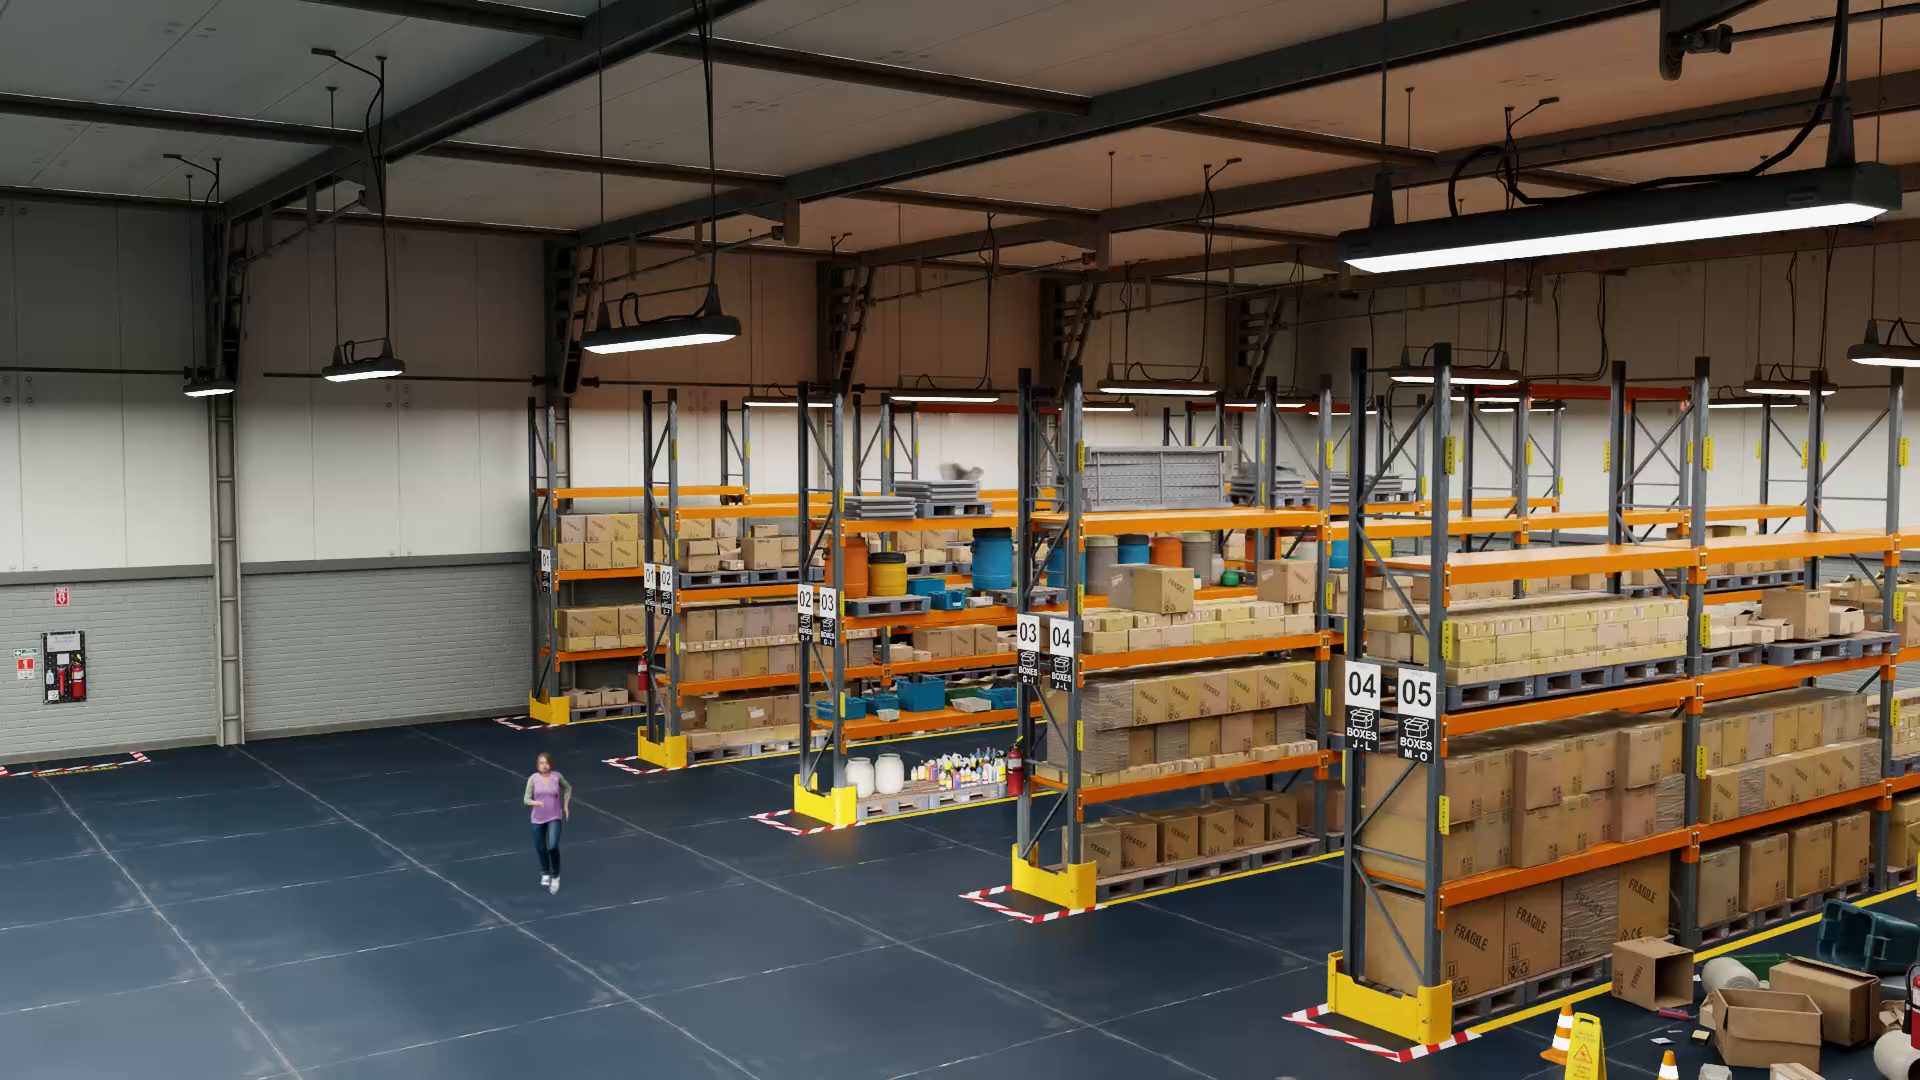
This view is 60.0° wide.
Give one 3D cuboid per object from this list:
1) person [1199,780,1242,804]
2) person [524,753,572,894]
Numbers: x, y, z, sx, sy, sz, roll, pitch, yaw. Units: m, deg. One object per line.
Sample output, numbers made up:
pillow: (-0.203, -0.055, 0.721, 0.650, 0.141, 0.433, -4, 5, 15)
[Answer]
person: (3.533, 2.952, 22.497, 0.781, 1.831, 0.676, -3, 4, -38)
person: (-4.725, 3.250, 19.043, 0.508, 1.587, 0.672, 0, 3, -7)
